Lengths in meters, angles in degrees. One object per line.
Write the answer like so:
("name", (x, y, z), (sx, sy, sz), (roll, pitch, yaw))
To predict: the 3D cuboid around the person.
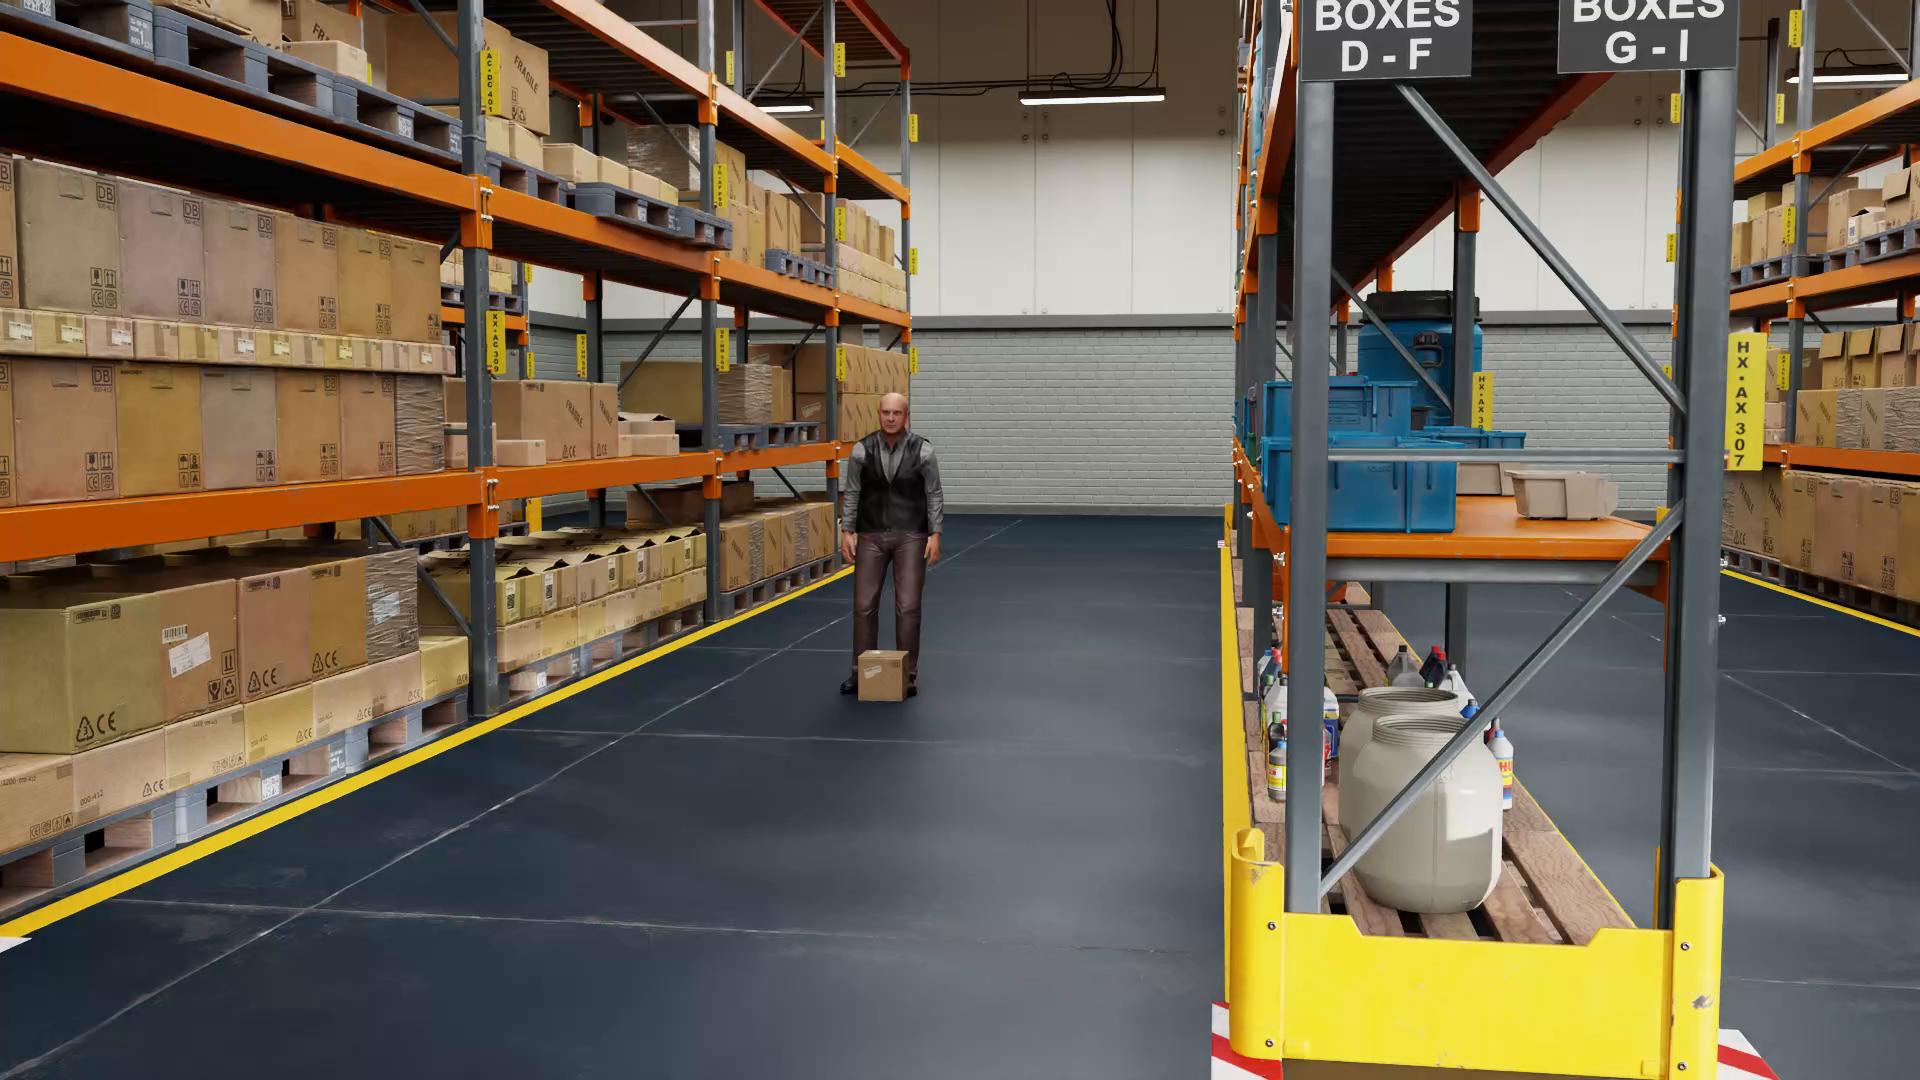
("person", (-0.391, 0.014, 9.598), (0.590, 1.722, 0.465), (0, 4, 6))
